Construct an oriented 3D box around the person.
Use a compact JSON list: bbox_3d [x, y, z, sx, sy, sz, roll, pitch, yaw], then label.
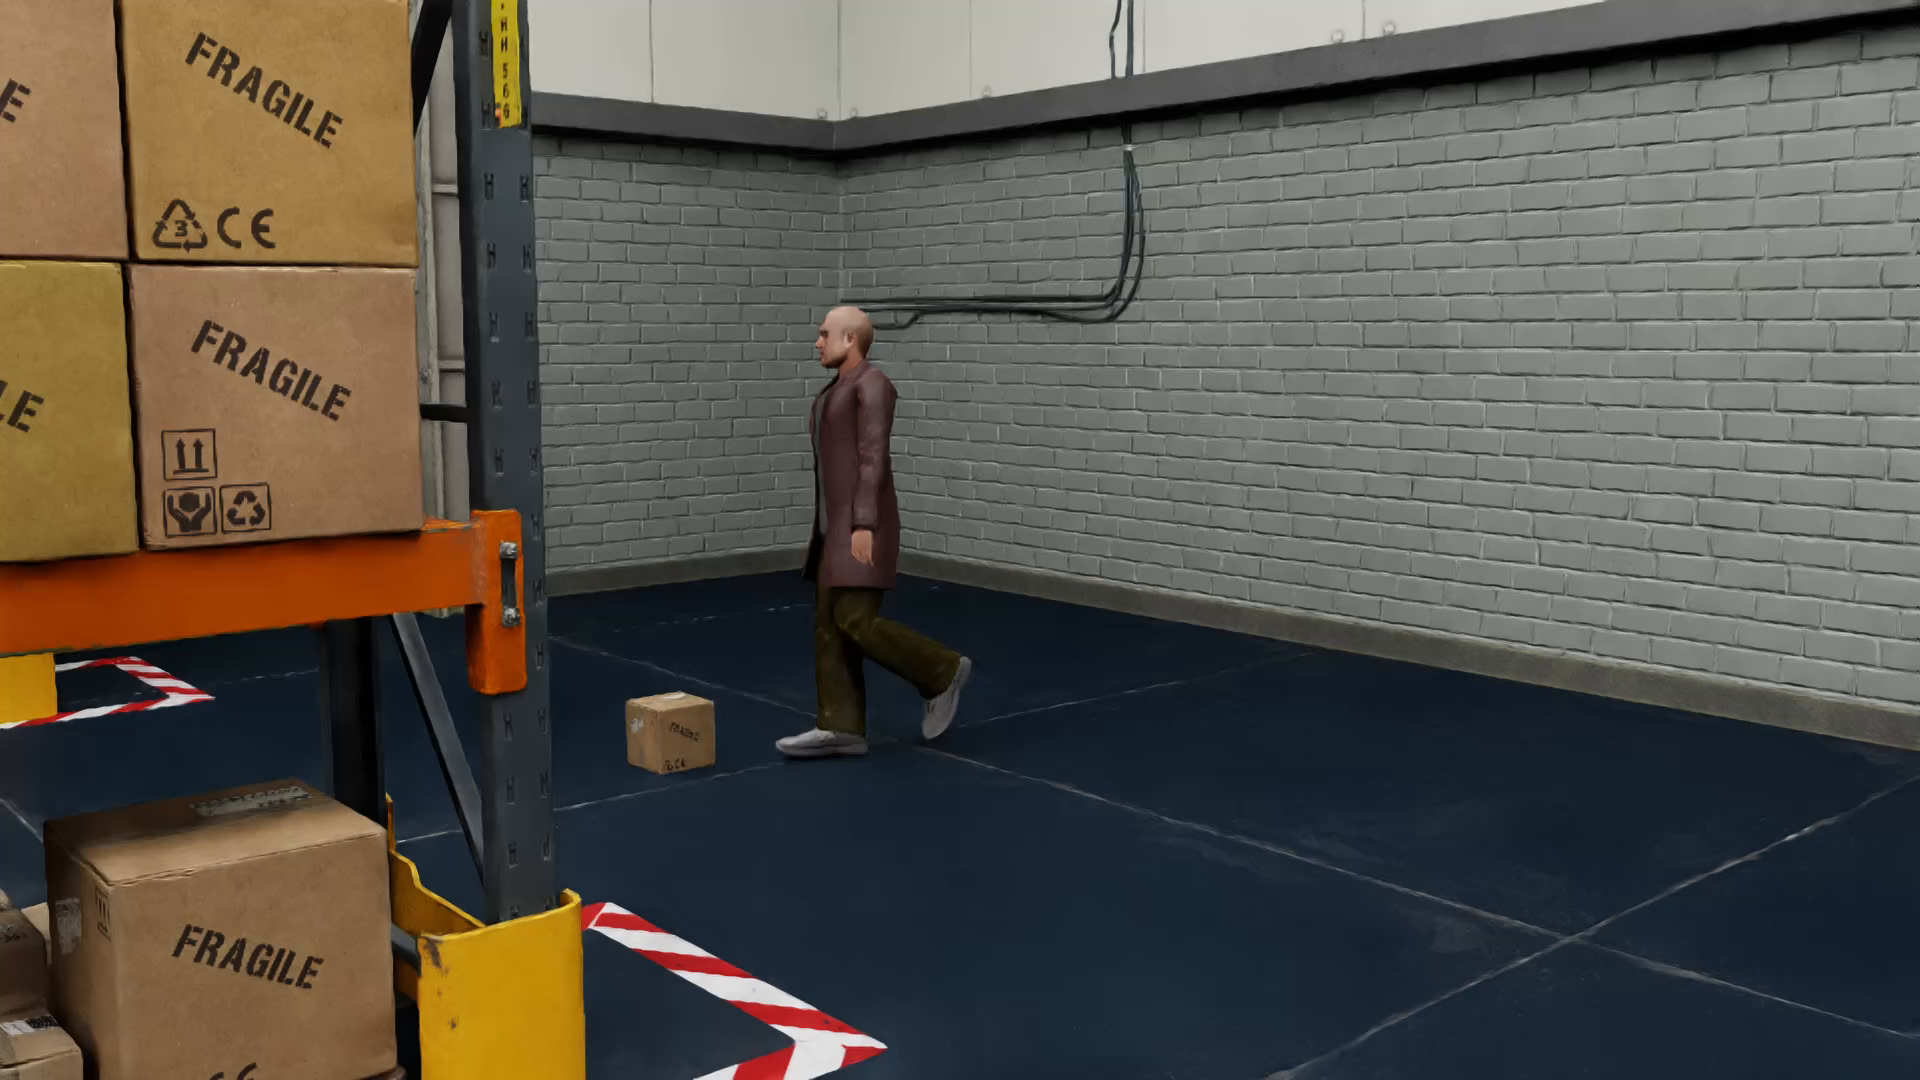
[{"bbox_3d":[-0.381,-0.039,6.624,0.792,1.769,0.611,-3,8,-23],"label":"person"}]
